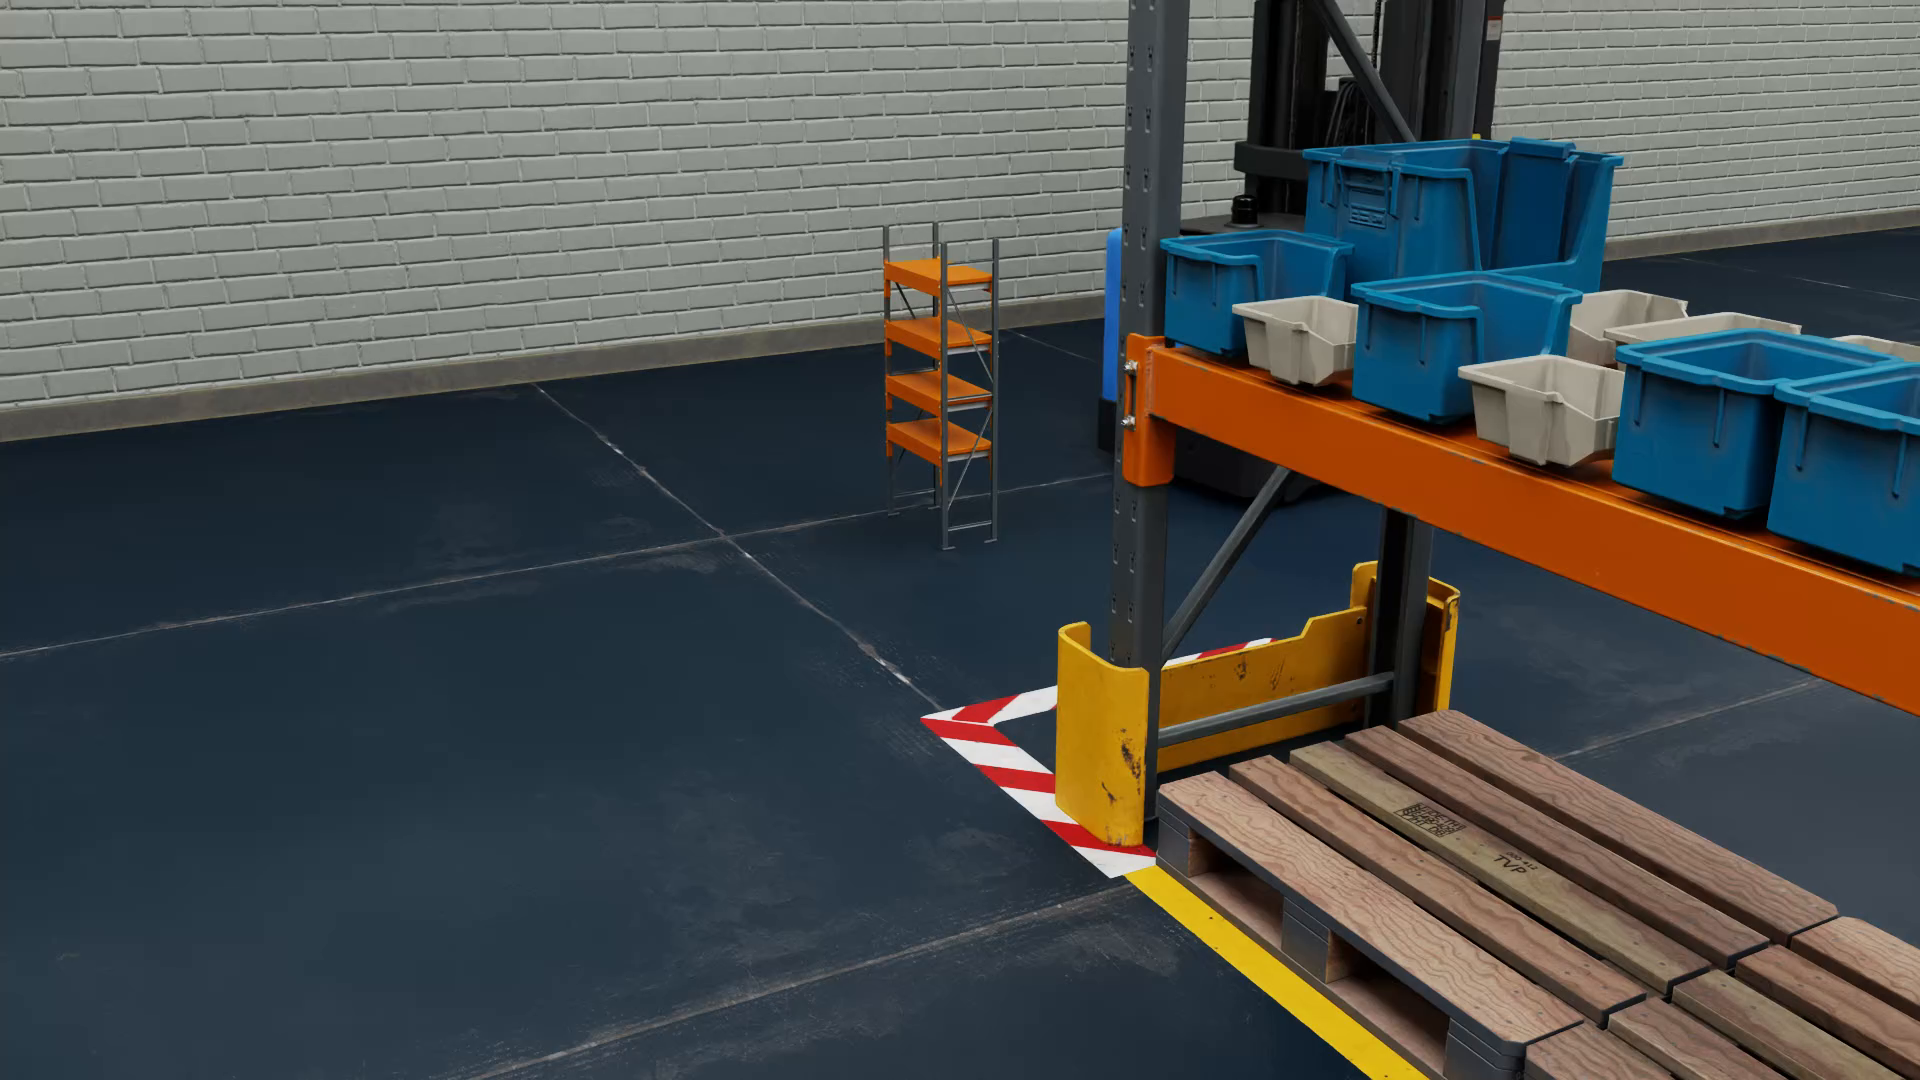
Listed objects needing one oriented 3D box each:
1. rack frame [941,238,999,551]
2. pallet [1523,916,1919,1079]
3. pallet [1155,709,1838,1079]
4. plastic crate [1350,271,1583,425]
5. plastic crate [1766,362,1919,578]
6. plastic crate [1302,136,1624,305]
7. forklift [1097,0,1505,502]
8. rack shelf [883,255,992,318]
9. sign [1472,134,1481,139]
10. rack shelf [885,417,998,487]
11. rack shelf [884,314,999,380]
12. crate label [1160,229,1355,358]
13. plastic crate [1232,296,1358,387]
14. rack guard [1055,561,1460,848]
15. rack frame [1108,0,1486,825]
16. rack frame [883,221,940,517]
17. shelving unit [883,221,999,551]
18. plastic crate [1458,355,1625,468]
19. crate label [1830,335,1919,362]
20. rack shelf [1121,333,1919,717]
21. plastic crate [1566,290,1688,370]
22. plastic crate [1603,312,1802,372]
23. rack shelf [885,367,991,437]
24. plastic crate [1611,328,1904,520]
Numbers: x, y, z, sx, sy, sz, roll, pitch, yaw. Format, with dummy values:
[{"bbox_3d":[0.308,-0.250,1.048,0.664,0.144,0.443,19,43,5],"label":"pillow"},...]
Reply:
[{"bbox_3d":[0.037,-0.545,6.370,0.240,1.200,0.015,-10,21,-27],"label":"rack frame"},{"bbox_3d":[1.789,1.165,2.933,1.003,0.211,1.213,-10,21,-27],"label":"pallet"},{"bbox_3d":[1.213,0.815,3.947,1.003,0.211,1.213,-10,21,-27],"label":"pallet"},{"bbox_3d":[0.996,-0.385,3.312,0.416,0.233,0.300,-10,21,-27],"label":"plastic crate"},{"bbox_3d":[1.451,-0.109,2.515,0.416,0.233,0.300,-10,21,-27],"label":"plastic crate"},{"bbox_3d":[1.179,-0.724,3.985,0.616,0.435,0.499,-10,21,-27],"label":"plastic crate"},{"bbox_3d":[2.121,-1.907,7.663,3.031,2.935,1.130,-13,23,-34],"label":"forklift"},{"bbox_3d":[-0.079,-0.986,6.445,0.258,0.148,0.480,-10,21,-27],"label":"rack shelf"},{"bbox_3d":[1.332,-0.913,4.429,0.100,0.325,0.005,-10,21,-27],"label":"sign"},{"bbox_3d":[-0.079,-0.363,6.660,0.258,0.148,0.480,-10,21,-27],"label":"rack shelf"},{"bbox_3d":[-0.079,-0.763,6.522,0.258,0.148,0.480,-10,21,-27],"label":"rack shelf"},{"bbox_3d":[0.683,-0.574,3.860,0.416,0.233,0.303,-10,21,-27],"label":"crate label"},{"bbox_3d":[0.763,-0.423,3.571,0.250,0.136,0.298,-10,21,-27],"label":"plastic crate"},{"bbox_3d":[0.833,0.431,4.617,1.175,0.500,0.348,-10,21,-27],"label":"rack guard"},{"bbox_3d":[0.856,-0.746,4.195,1.000,3.000,0.127,-10,21,-27],"label":"rack frame"},{"bbox_3d":[-0.194,-0.685,6.776,0.240,1.200,0.015,-10,21,-27],"label":"rack frame"},{"bbox_3d":[-0.079,-0.615,6.573,0.258,1.200,0.503,-10,21,-27],"label":"shelving unit"},{"bbox_3d":[1.085,-0.228,3.007,0.250,0.136,0.298,-10,21,-27],"label":"plastic crate"},{"bbox_3d":[1.681,-0.282,3.163,0.396,0.136,0.243,-10,21,-27],"label":"crate label"},{"bbox_3d":[1.805,0.168,2.649,1.077,0.370,4.000,-10,21,-27],"label":"rack shelf"},{"bbox_3d":[1.402,-0.444,3.631,0.396,0.136,0.243,-10,21,-27],"label":"plastic crate"},{"bbox_3d":[1.527,-0.358,3.384,0.396,0.136,0.243,-10,21,-27],"label":"plastic crate"},{"bbox_3d":[-0.079,-0.551,6.595,0.258,0.148,0.480,-10,21,-27],"label":"rack shelf"},{"bbox_3d":[1.308,-0.196,2.764,0.416,0.233,0.300,-10,21,-27],"label":"plastic crate"}]
